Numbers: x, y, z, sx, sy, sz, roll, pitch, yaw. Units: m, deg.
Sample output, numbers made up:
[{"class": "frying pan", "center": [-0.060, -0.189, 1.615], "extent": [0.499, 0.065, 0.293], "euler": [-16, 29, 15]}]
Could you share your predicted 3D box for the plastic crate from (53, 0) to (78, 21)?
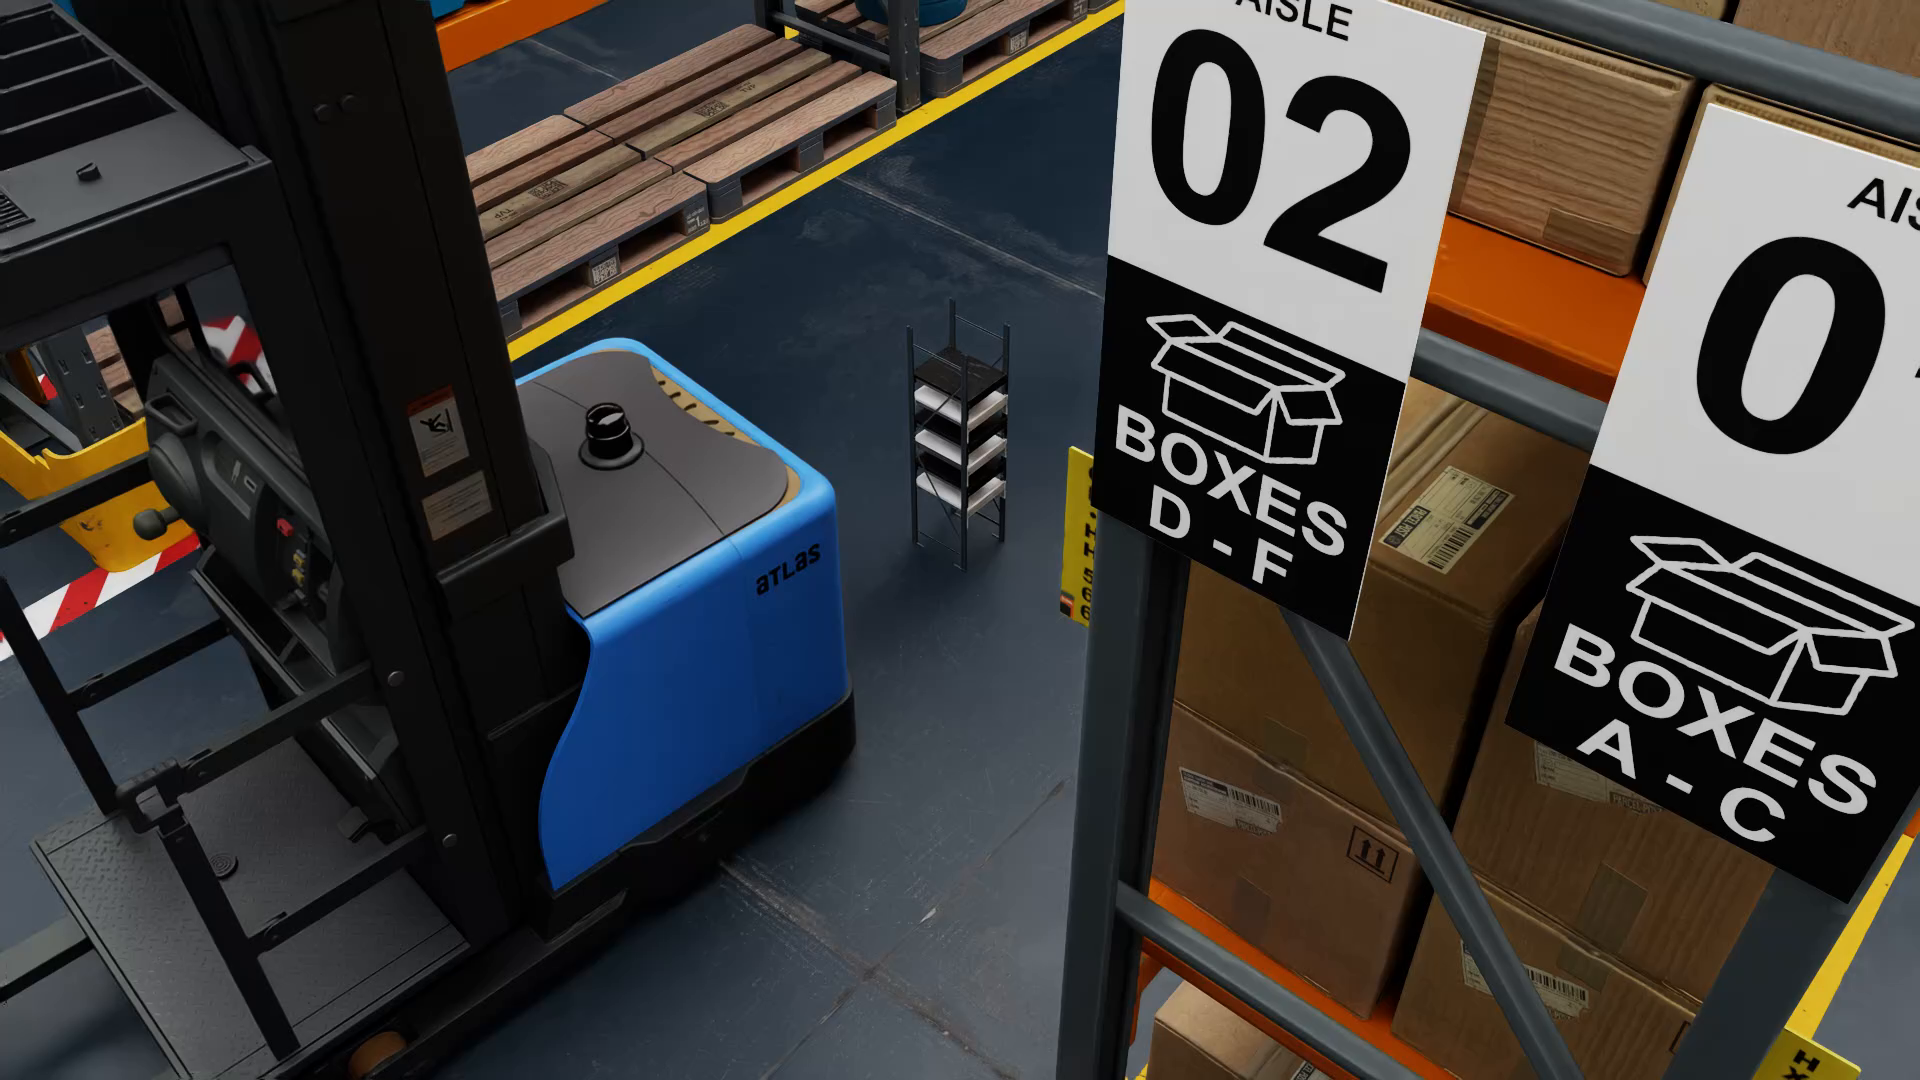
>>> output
[{"class": "plastic crate", "center": [-3.112, -1.629, 5.241], "extent": [0.616, 0.435, 0.499], "euler": [29, 50, 28]}]

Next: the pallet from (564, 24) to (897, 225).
[{"class": "pallet", "center": [-1.054, -1.973, 7.763], "extent": [1.003, 0.211, 1.213], "euler": [29, 50, 28]}]

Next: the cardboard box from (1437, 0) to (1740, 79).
[{"class": "cardboard box", "center": [0.740, -0.808, 1.919], "extent": [0.500, 0.250, 0.500], "euler": [29, 50, 28]}]

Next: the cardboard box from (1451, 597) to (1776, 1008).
[{"class": "cardboard box", "center": [1.092, 0.285, 2.389], "extent": [0.500, 0.500, 0.500], "euler": [31, 51, 30]}]

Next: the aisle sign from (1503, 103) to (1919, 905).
[{"class": "aisle sign", "center": [0.785, 0.007, 1.581], "extent": [0.394, 0.787, 0.004], "euler": [29, 50, 28]}]

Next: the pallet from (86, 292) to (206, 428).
[{"class": "pallet", "center": [-2.624, -0.716, 6.381], "extent": [1.003, 0.211, 1.213], "euler": [29, 50, 28]}]

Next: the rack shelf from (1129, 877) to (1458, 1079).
[{"class": "rack shelf", "center": [1.891, 0.043, 4.008], "extent": [1.077, 0.370, 4.000], "euler": [29, 50, 28]}]

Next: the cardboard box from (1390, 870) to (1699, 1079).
[{"class": "cardboard box", "center": [1.092, 0.655, 2.726], "extent": [0.500, 0.500, 0.500], "euler": [31, 50, 29]}]

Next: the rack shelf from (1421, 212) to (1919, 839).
[{"class": "rack shelf", "center": [1.891, -1.067, 2.999], "extent": [1.077, 0.370, 4.000], "euler": [29, 50, 28]}]

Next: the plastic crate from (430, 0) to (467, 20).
[{"class": "plastic crate", "center": [-1.926, -1.963, 5.759], "extent": [0.416, 0.233, 0.300], "euler": [29, 50, 28]}]

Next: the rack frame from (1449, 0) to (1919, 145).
[{"class": "rack frame", "center": [0.604, -1.413, 0.615], "extent": [1.000, 3.000, 0.127], "euler": [29, 50, 28]}]

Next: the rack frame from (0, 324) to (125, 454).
[{"class": "rack frame", "center": [-3.185, -1.340, 4.994], "extent": [1.000, 3.000, 0.127], "euler": [29, 50, 28]}]

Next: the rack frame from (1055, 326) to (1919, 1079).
[{"class": "rack frame", "center": [0.604, 0.806, 2.634], "extent": [1.000, 3.000, 0.127], "euler": [29, 50, 28]}]

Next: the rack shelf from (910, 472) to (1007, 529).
[{"class": "rack shelf", "center": [-0.005, -0.171, 5.586], "extent": [0.258, 0.077, 0.200], "euler": [29, 50, 28]}]

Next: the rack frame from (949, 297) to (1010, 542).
[{"class": "rack frame", "center": [0.060, -0.381, 5.500], "extent": [0.240, 0.900, 0.006], "euler": [29, 50, 28]}]

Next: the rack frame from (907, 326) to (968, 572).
[{"class": "rack frame", "center": [-0.071, -0.276, 5.385], "extent": [0.240, 0.900, 0.006], "euler": [29, 50, 28]}]

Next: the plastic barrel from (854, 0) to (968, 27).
[{"class": "plastic barrel", "center": [-0.247, -3.052, 8.124], "extent": [0.600, 0.901, 0.708], "euler": [29, 50, 28]}]

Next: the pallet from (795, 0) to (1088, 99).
[{"class": "pallet", "center": [-0.082, -2.747, 8.615], "extent": [1.003, 0.211, 1.213], "euler": [29, 50, 28]}]

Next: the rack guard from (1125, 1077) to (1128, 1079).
[{"class": "rack guard", "center": [0.653, 1.692, 3.518], "extent": [1.175, 0.500, 0.348], "euler": [29, 50, 28]}]

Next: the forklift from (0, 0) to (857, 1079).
[{"class": "forklift", "center": [-1.727, 0.012, 3.558], "extent": [3.031, 2.935, 1.130], "euler": [-32, 51, -31]}]

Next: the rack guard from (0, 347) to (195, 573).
[{"class": "rack guard", "center": [-3.190, -0.397, 5.815], "extent": [1.175, 0.500, 0.348], "euler": [29, 50, 28]}]

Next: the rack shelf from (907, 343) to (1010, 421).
[{"class": "rack shelf", "center": [-0.005, -0.504, 5.283], "extent": [0.258, 0.077, 0.200], "euler": [29, 50, 28]}]

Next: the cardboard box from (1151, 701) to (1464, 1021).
[{"class": "cardboard box", "center": [0.684, 0.421, 2.983], "extent": [0.500, 0.500, 0.500], "euler": [31, 51, 30]}]

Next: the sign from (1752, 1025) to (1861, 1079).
[{"class": "sign", "center": [1.020, 0.721, 2.084], "extent": [0.100, 0.325, 0.005], "euler": [29, 50, 28]}]

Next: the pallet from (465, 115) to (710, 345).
[{"class": "pallet", "center": [-1.839, -1.342, 7.069], "extent": [1.003, 0.211, 1.213], "euler": [29, 50, 28]}]

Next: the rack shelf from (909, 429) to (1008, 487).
[{"class": "rack shelf", "center": [-0.005, -0.304, 5.465], "extent": [0.258, 0.077, 0.200], "euler": [29, 50, 28]}]

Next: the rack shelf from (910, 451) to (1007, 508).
[{"class": "rack shelf", "center": [-0.005, -0.238, 5.526], "extent": [0.258, 0.077, 0.200], "euler": [29, 50, 28]}]

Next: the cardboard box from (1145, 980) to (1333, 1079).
[{"class": "cardboard box", "center": [0.766, 1.182, 3.752], "extent": [0.500, 0.500, 0.500], "euler": [29, 50, 28]}]

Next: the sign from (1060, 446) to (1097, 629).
[{"class": "sign", "center": [0.192, 0.010, 2.413], "extent": [0.100, 0.325, 0.005], "euler": [29, 50, 28]}]

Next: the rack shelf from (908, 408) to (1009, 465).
[{"class": "rack shelf", "center": [-0.005, -0.371, 5.405], "extent": [0.258, 0.077, 0.200], "euler": [29, 50, 28]}]

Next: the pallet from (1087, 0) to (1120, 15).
[{"class": "pallet", "center": [0.703, -3.378, 9.309], "extent": [1.003, 0.211, 1.213], "euler": [29, 50, 28]}]

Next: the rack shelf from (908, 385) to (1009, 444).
[{"class": "rack shelf", "center": [-0.005, -0.437, 5.344], "extent": [0.258, 0.077, 0.200], "euler": [29, 50, 28]}]

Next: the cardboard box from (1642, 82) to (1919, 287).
[{"class": "cardboard box", "center": [1.129, -0.403, 1.845], "extent": [0.500, 0.250, 0.500], "euler": [29, 50, 28]}]

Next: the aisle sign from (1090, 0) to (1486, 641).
[{"class": "aisle sign", "center": [0.326, -0.253, 1.866], "extent": [0.394, 0.787, 0.004], "euler": [29, 50, 28]}]

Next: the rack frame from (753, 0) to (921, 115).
[{"class": "rack frame", "center": [-0.610, -3.400, 7.260], "extent": [1.000, 3.000, 0.127], "euler": [29, 50, 28]}]

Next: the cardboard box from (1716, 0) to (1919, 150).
[{"class": "cardboard box", "center": [1.134, -0.585, 1.674], "extent": [0.500, 0.250, 0.500], "euler": [29, 50, 28]}]

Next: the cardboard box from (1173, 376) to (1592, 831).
[{"class": "cardboard box", "center": [0.680, 0.051, 2.647], "extent": [0.500, 0.500, 0.500], "euler": [29, 50, 28]}]

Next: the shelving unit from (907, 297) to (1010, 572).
[{"class": "shelving unit", "center": [-0.005, -0.329, 5.443], "extent": [0.258, 0.900, 0.210], "euler": [29, 50, 28]}]

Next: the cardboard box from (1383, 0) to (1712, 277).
[{"class": "cardboard box", "center": [0.733, -0.627, 2.091], "extent": [0.500, 0.250, 0.500], "euler": [29, 50, 28]}]

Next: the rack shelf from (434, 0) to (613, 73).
[{"class": "rack shelf", "center": [-1.897, -2.104, 6.369], "extent": [1.077, 0.370, 4.000], "euler": [29, 50, 28]}]
